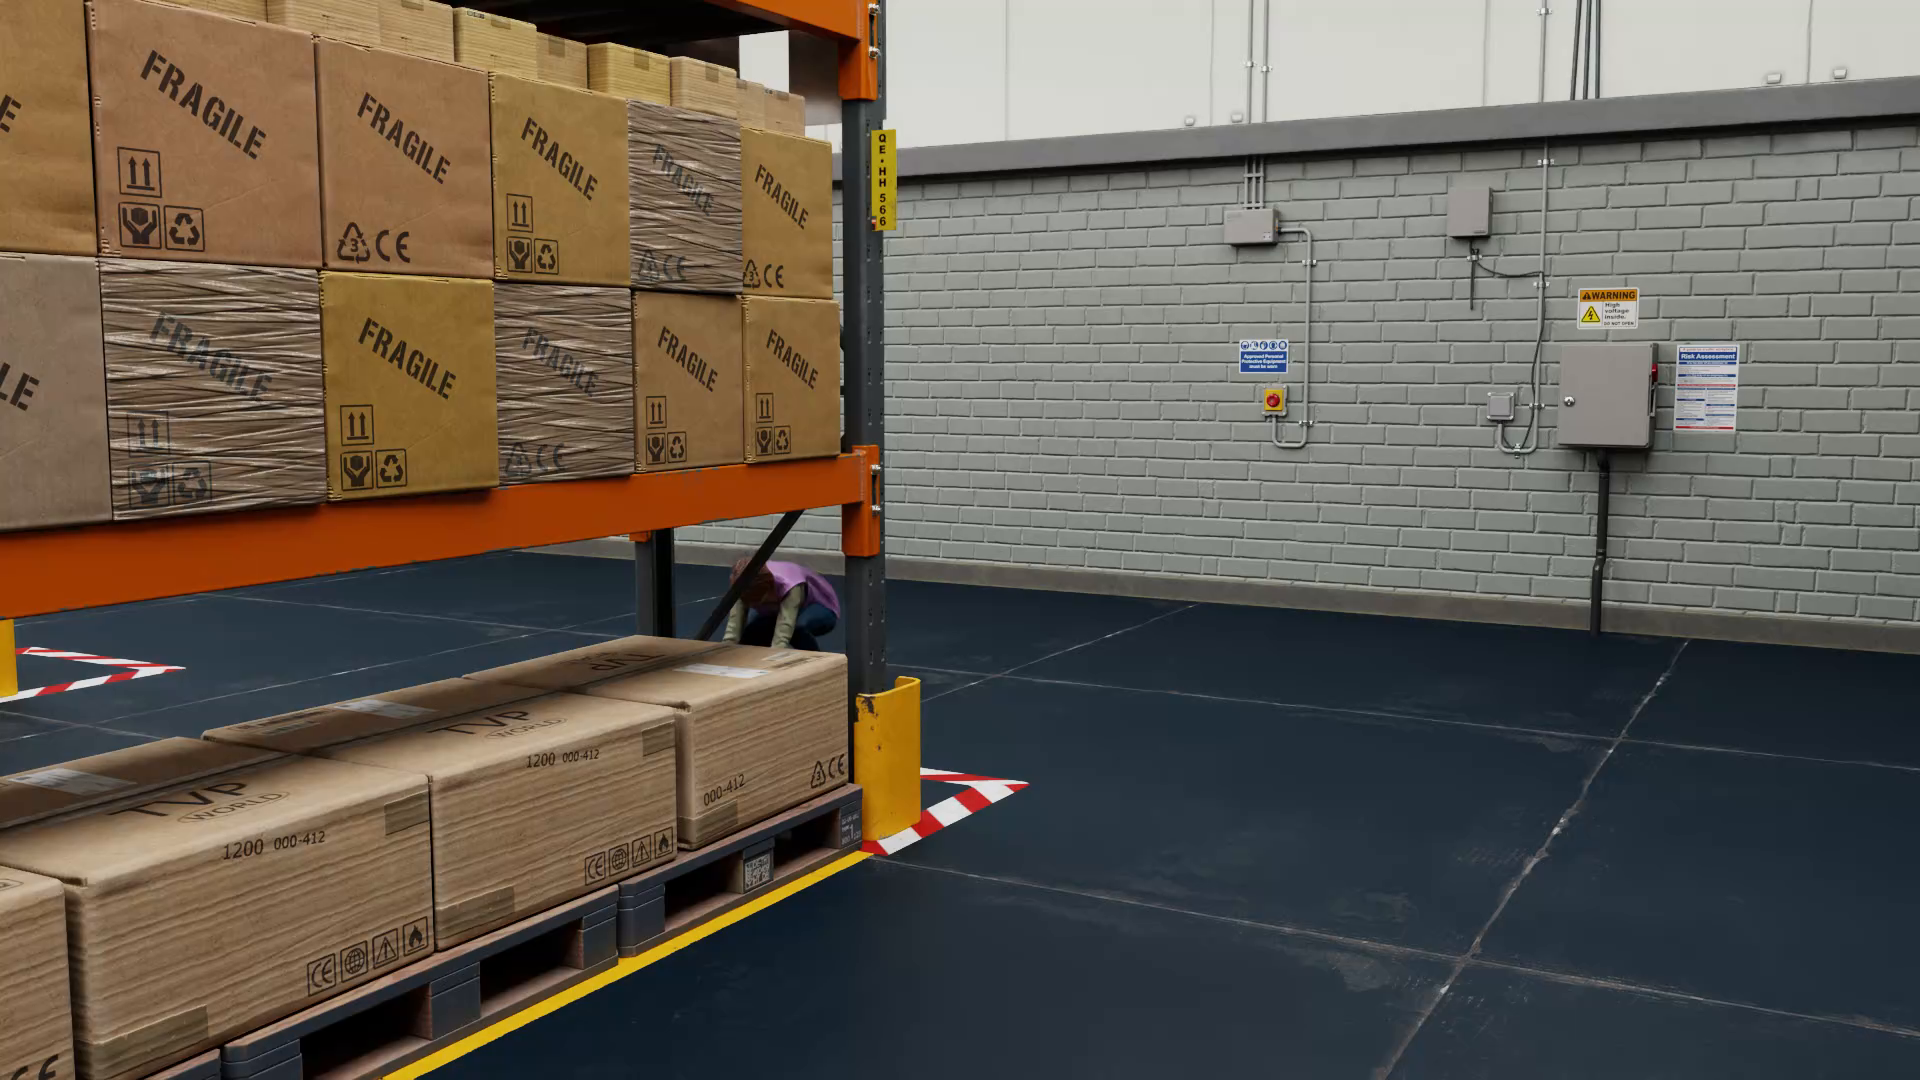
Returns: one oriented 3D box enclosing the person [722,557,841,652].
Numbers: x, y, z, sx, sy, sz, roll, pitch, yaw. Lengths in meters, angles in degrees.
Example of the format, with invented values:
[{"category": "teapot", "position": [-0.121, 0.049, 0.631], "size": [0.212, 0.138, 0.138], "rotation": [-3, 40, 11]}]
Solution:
[{"category": "person", "position": [-0.874, 0.437, 8.051], "size": [0.430, 0.767, 0.832], "rotation": [3, 7, 28]}]
